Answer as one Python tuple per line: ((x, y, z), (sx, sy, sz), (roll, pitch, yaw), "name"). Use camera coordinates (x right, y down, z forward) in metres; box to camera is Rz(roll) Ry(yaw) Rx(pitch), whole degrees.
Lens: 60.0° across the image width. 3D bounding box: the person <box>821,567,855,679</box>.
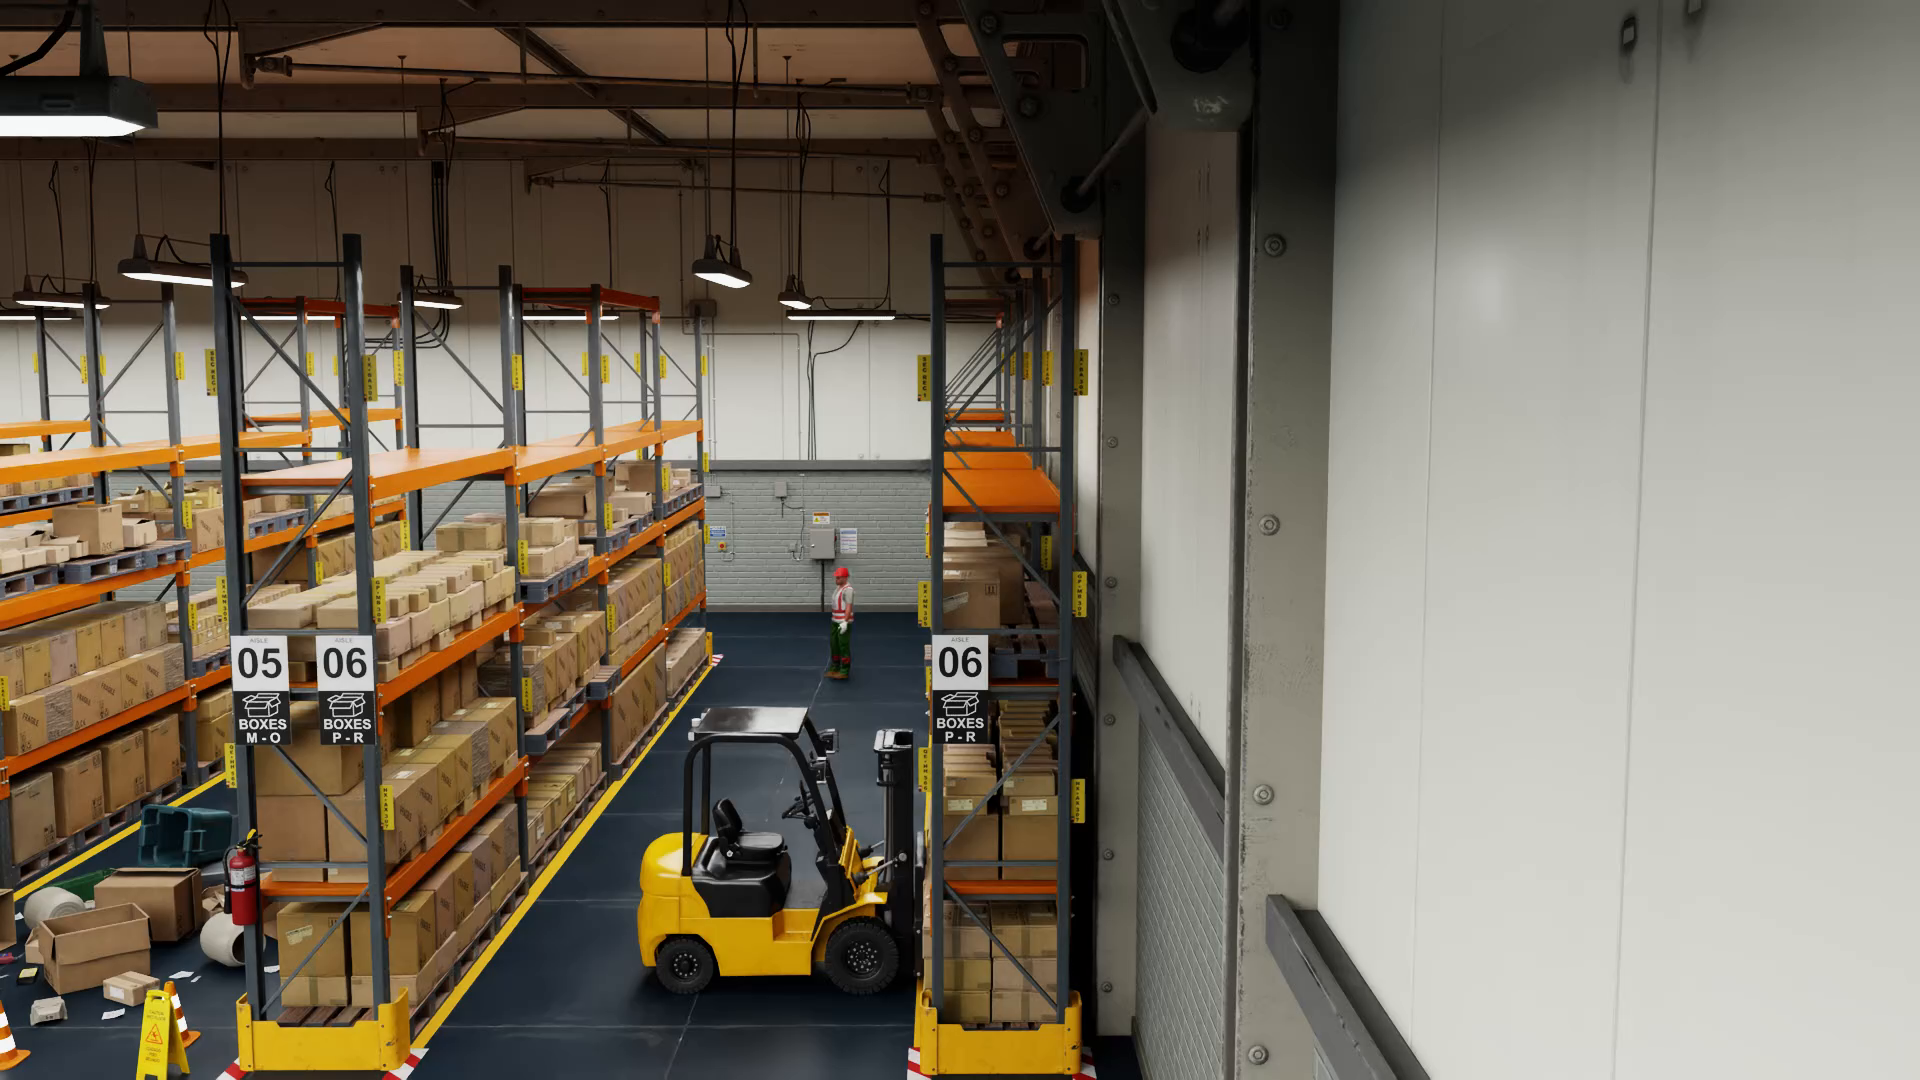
((-1.940, 1.345, 26.711), (0.426, 1.824, 0.592), (-4, 7, -29), "person")
